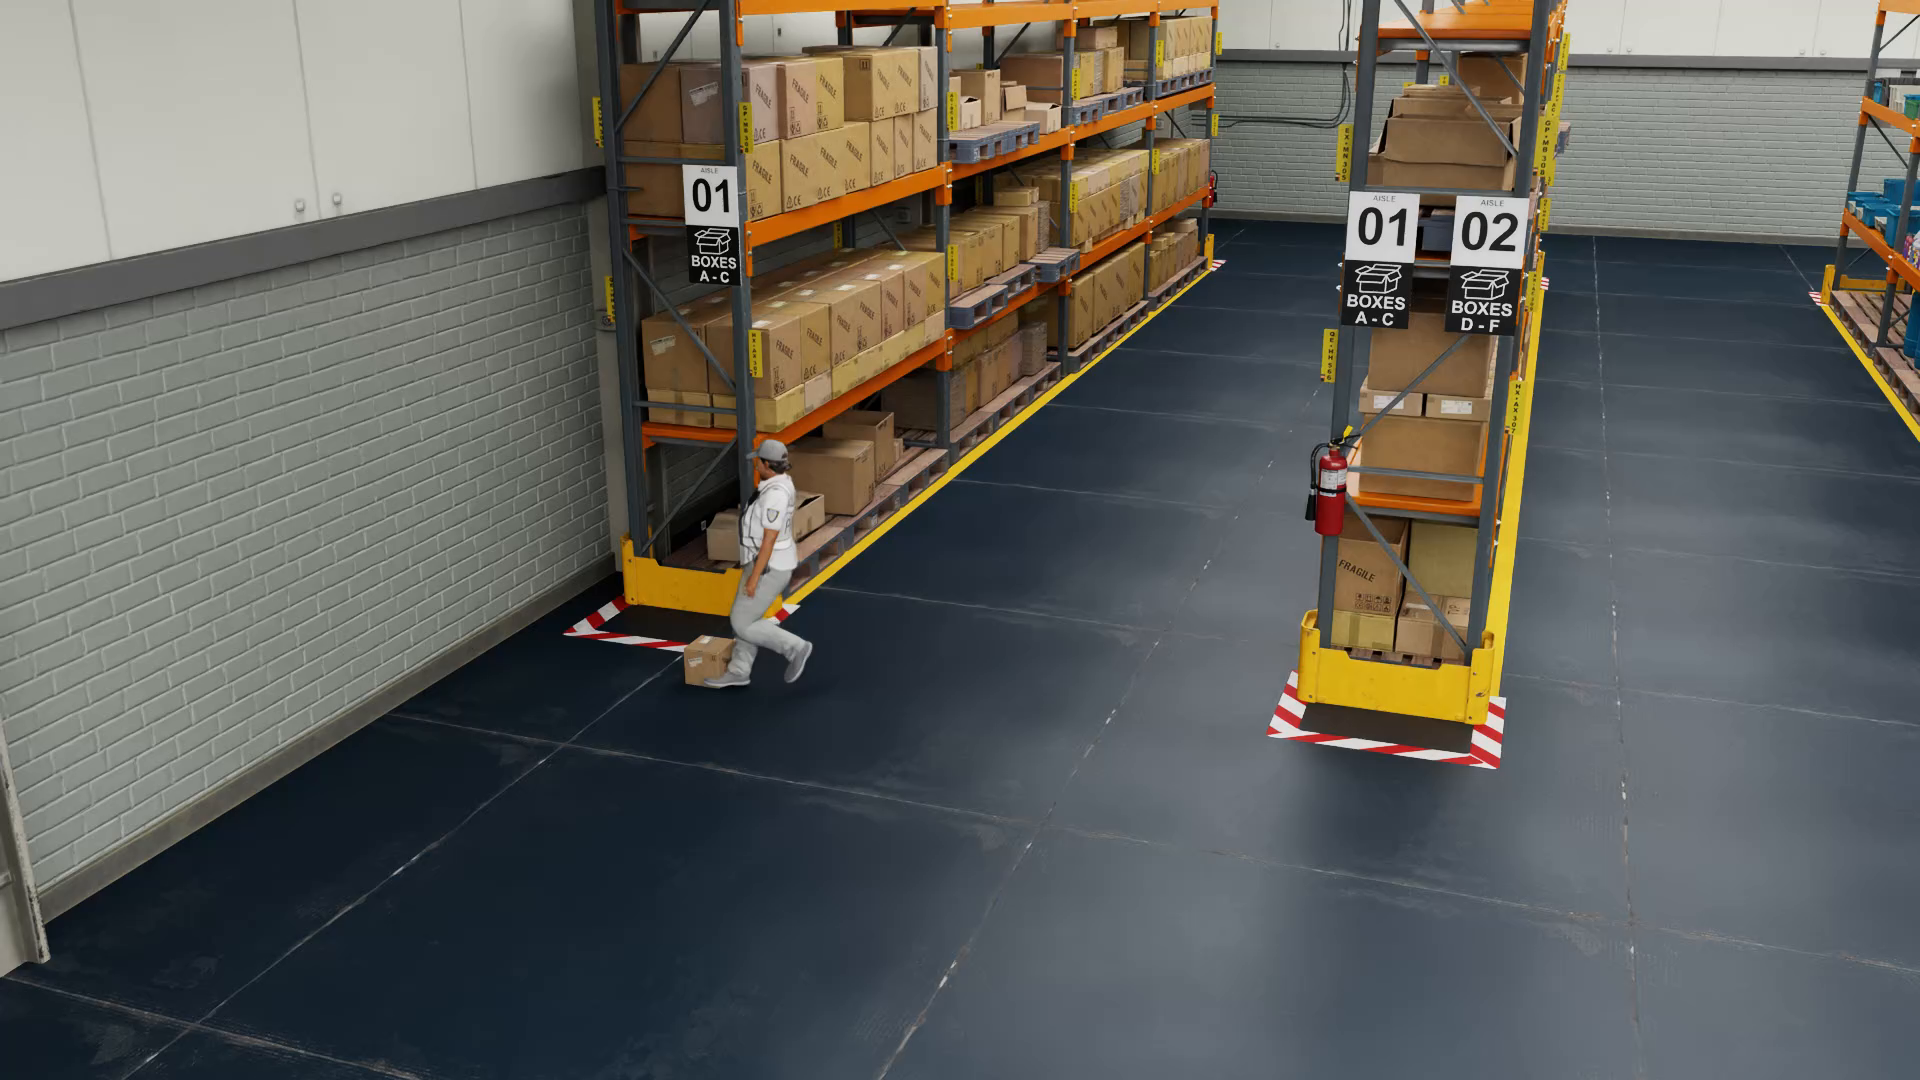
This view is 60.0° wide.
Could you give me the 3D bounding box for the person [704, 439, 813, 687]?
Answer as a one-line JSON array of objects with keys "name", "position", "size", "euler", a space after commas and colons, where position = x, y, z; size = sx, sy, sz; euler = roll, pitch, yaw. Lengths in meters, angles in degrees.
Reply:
[{"name": "person", "position": [-1.313, 0.171, 10.559], "size": [0.706, 1.638, 0.551], "euler": [0, 19, -1]}]
